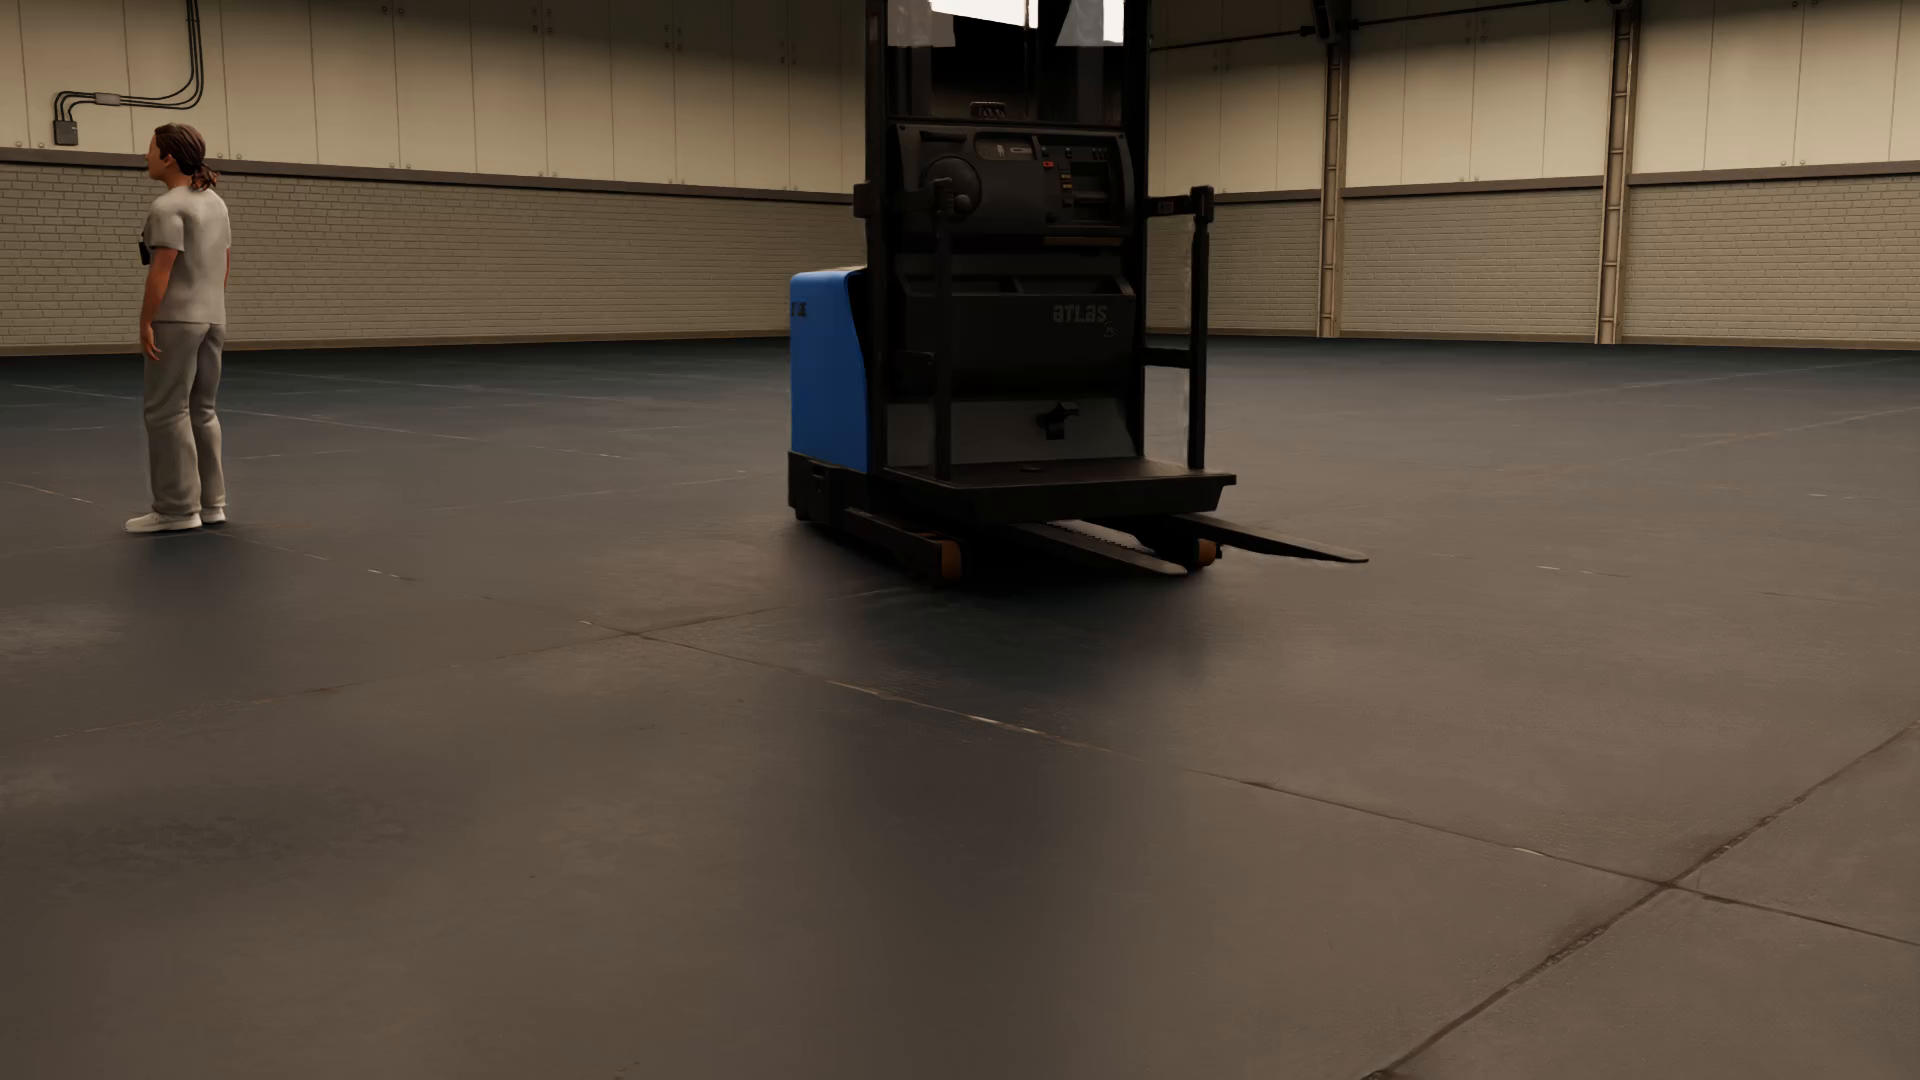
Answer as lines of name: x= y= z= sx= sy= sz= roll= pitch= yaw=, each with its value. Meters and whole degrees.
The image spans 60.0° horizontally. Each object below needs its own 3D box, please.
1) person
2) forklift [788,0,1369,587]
person: x=-3.276 y=-0.876 z=6.935 sx=0.493 sy=1.685 sz=0.525 roll=1 pitch=9 yaw=8
forklift: x=0.295 y=-1.360 z=5.905 sx=1.130 sy=2.935 sz=3.031 roll=-4 pitch=9 yaw=-23
